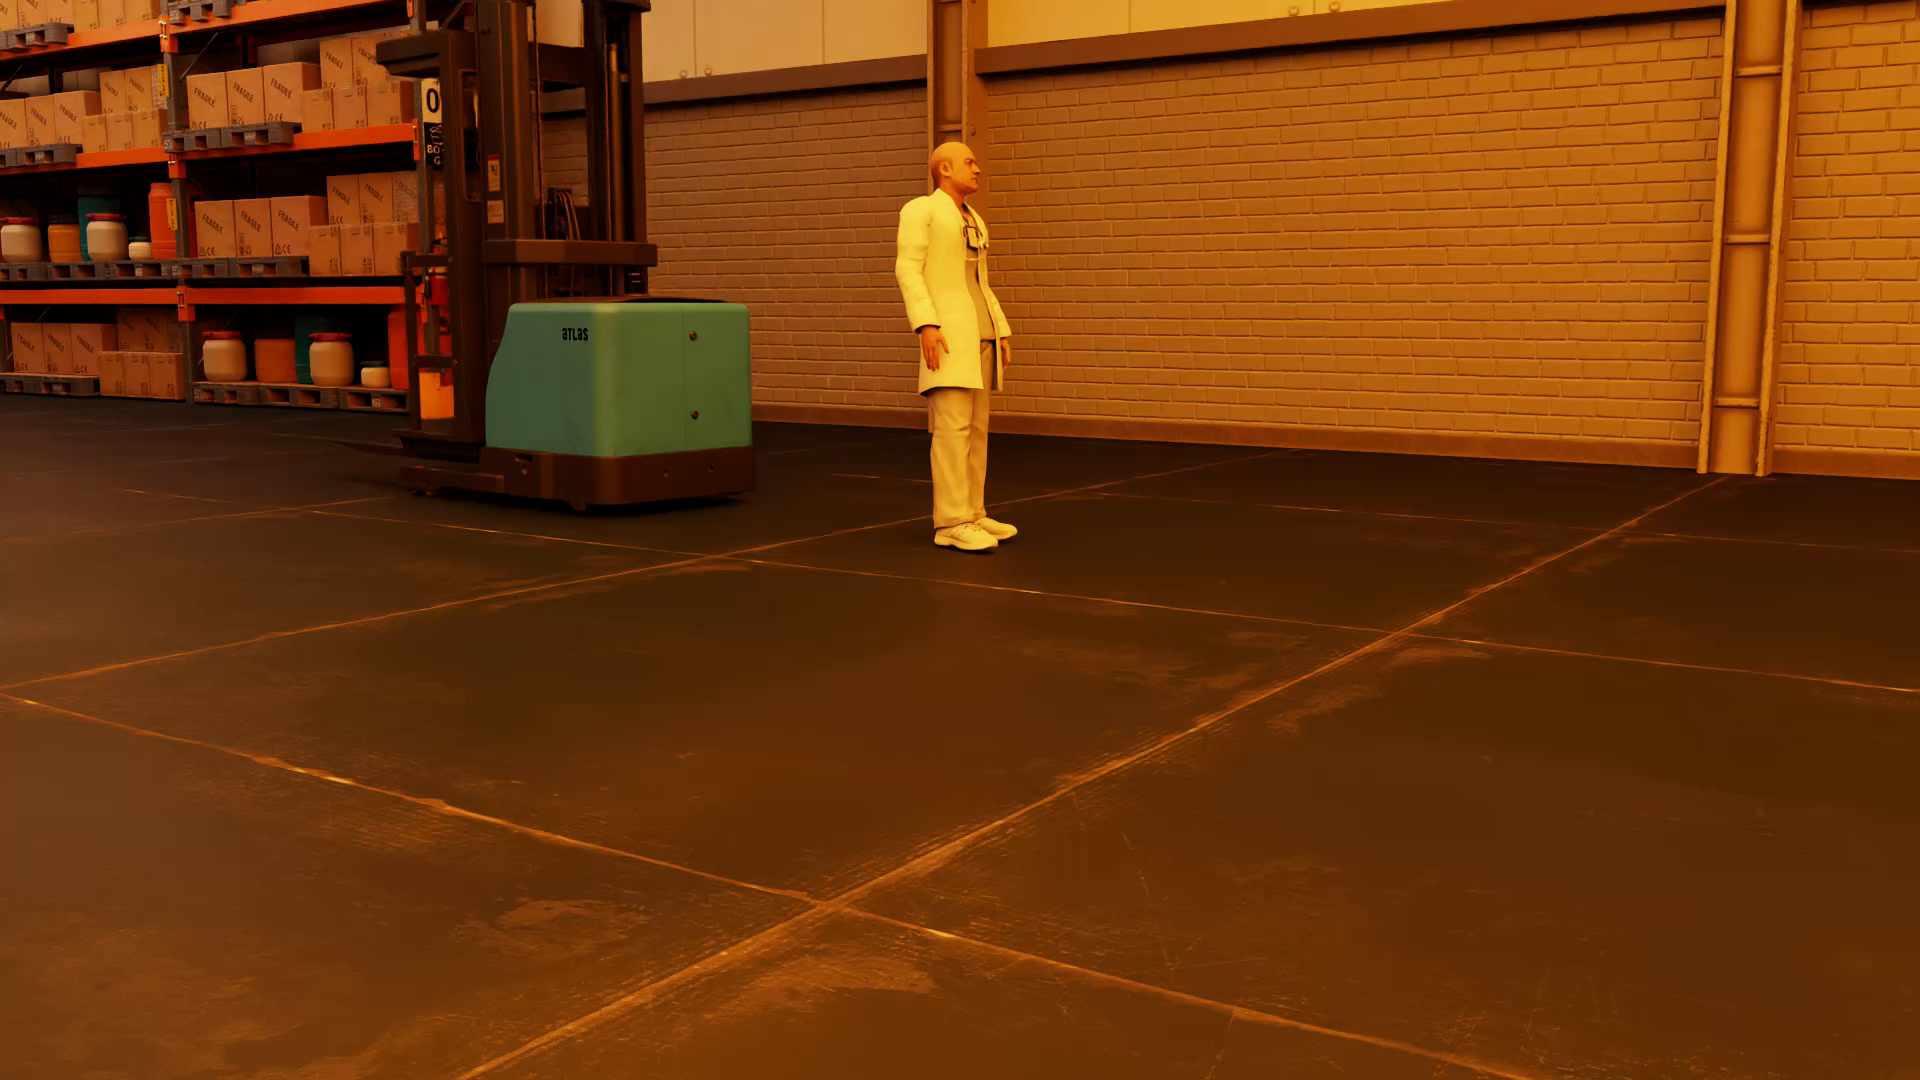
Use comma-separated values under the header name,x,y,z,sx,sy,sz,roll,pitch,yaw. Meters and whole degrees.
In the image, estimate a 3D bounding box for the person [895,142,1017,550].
name,x,y,z,sx,sy,sz,roll,pitch,yaw
person,0.072,-0.880,7.423,0.581,1.776,0.696,5,10,34

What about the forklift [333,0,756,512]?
name,x,y,z,sx,sy,sz,roll,pitch,yaw
forklift,-2.549,-1.742,9.445,3.031,2.935,1.130,7,11,41
